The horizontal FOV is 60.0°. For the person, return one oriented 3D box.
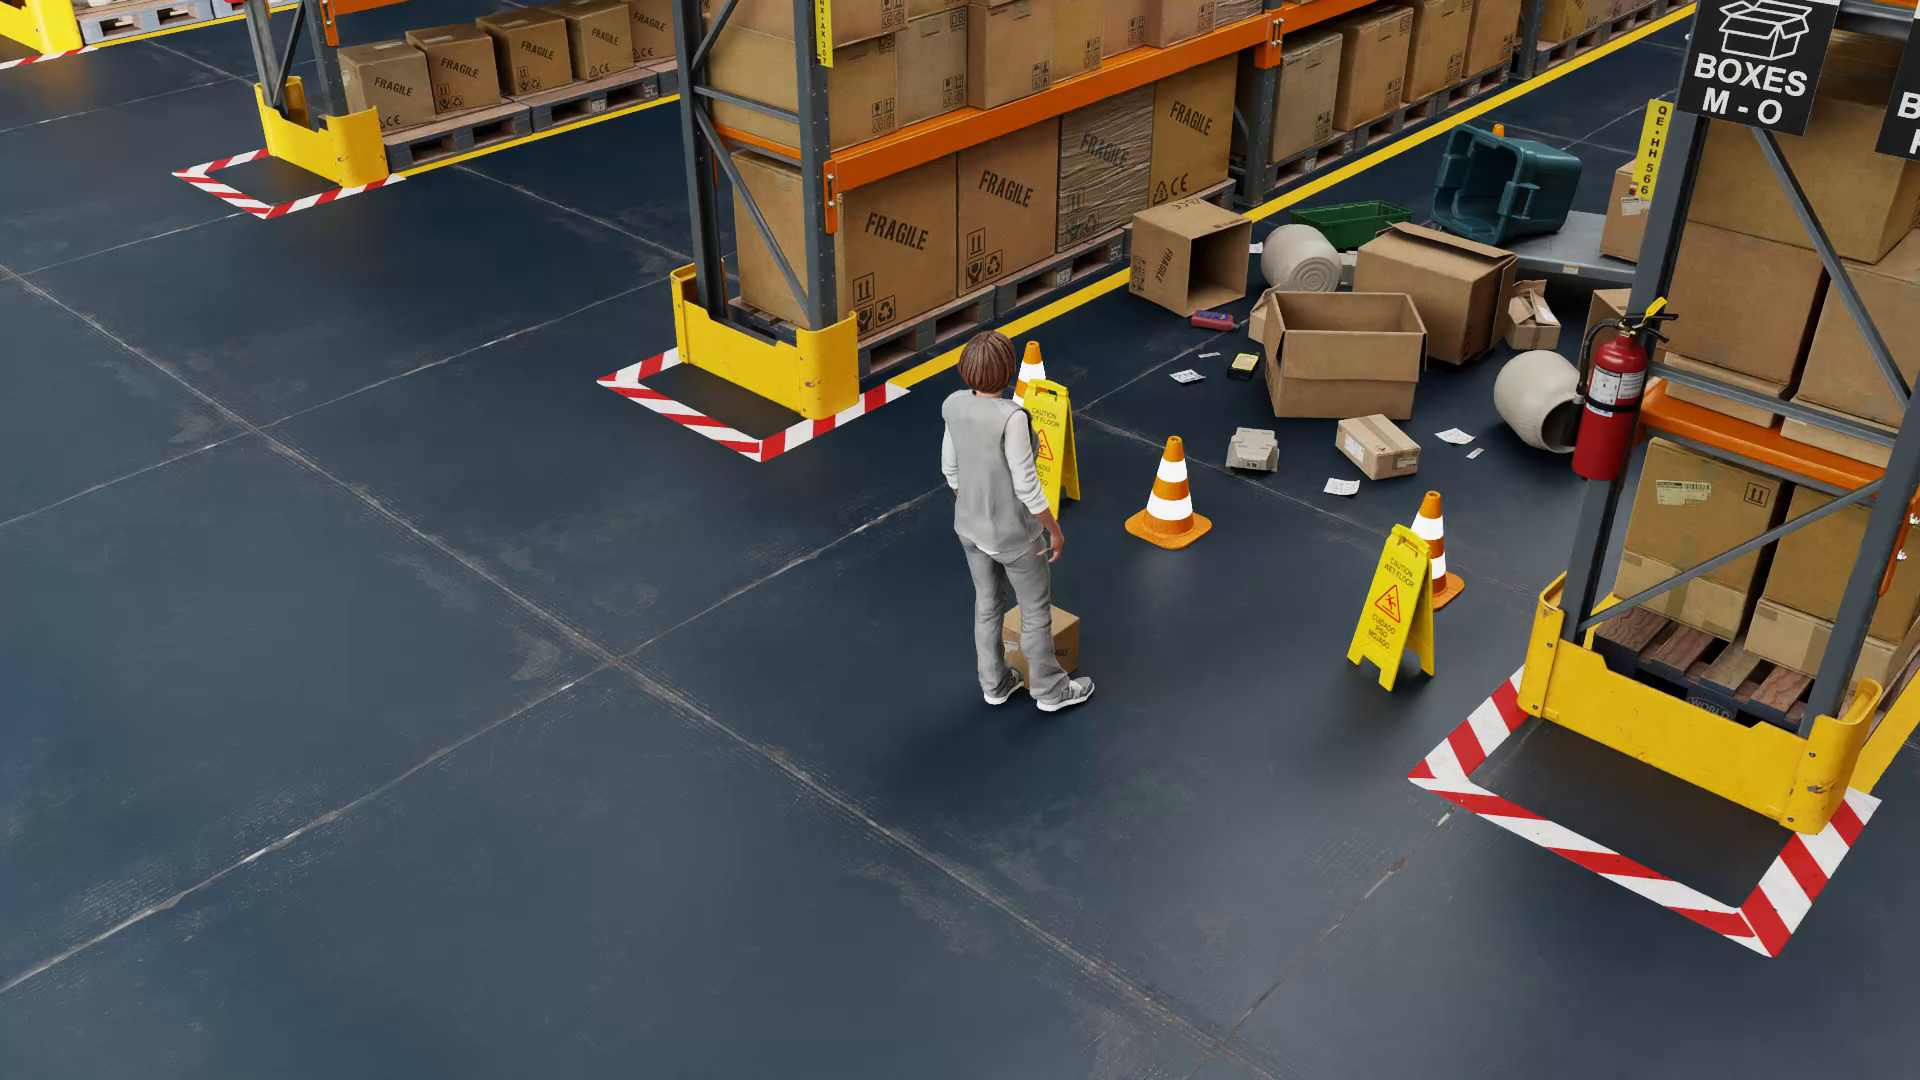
[{"bbox_3d":[0.208,-0.070,6.238,0.520,1.599,0.472,26,40,35],"label":"person"}]
